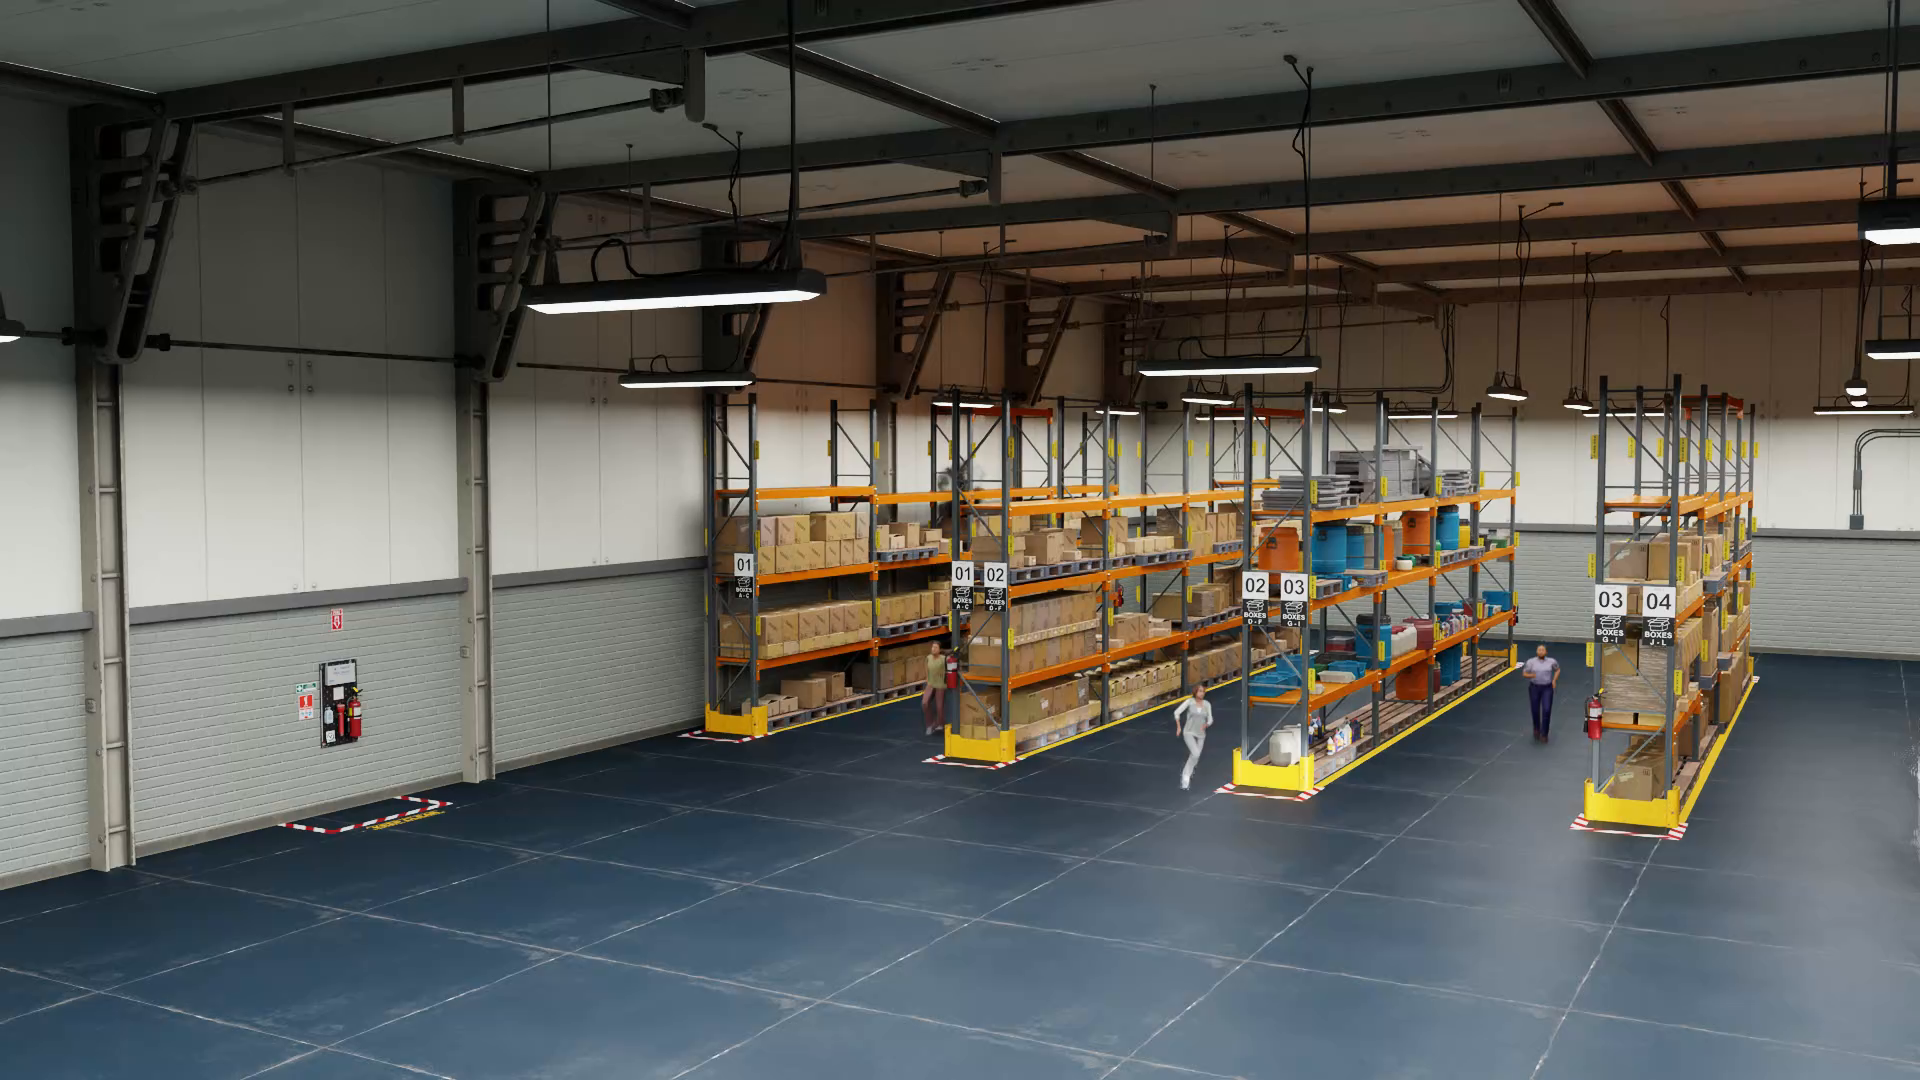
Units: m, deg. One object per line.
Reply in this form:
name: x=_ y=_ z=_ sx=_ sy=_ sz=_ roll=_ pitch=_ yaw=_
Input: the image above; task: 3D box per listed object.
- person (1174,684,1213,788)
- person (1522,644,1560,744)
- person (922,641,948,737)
person: x=3.476 y=2.897 z=24.484 sx=0.515 sy=1.540 sz=0.584 roll=-1 pitch=3 yaw=-13
person: x=9.973 y=2.604 z=28.557 sx=0.602 sy=1.645 sz=0.913 roll=1 pitch=3 yaw=21
person: x=-0.388 y=2.597 z=29.216 sx=0.563 sy=1.677 sz=0.735 roll=1 pitch=3 yaw=17
